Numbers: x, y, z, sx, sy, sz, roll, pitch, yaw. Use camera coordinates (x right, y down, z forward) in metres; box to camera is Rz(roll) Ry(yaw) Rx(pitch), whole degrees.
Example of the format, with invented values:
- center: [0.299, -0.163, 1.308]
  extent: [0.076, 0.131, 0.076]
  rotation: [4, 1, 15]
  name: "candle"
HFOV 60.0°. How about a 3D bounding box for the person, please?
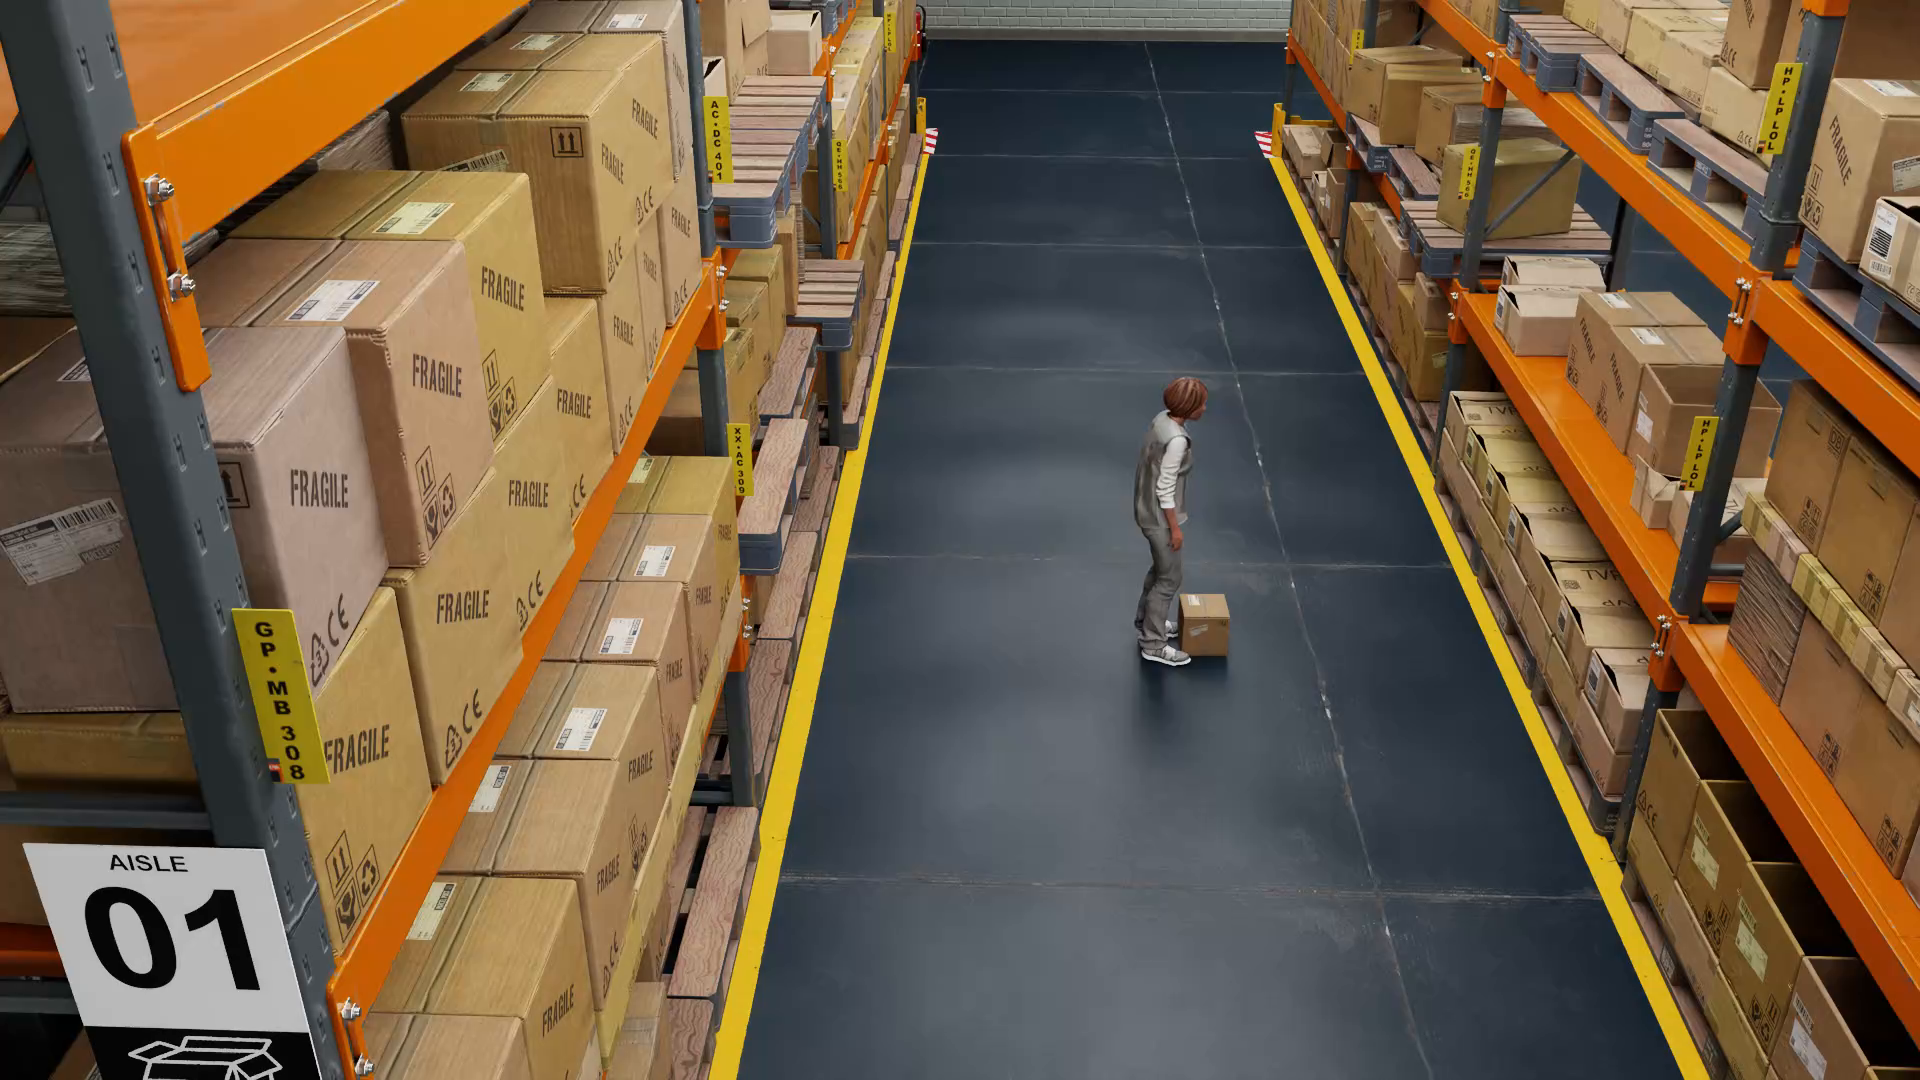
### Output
- center: [1.099, -0.121, 8.859]
  extent: [0.344, 1.593, 0.463]
  rotation: [1, 28, 2]
  name: "person"
